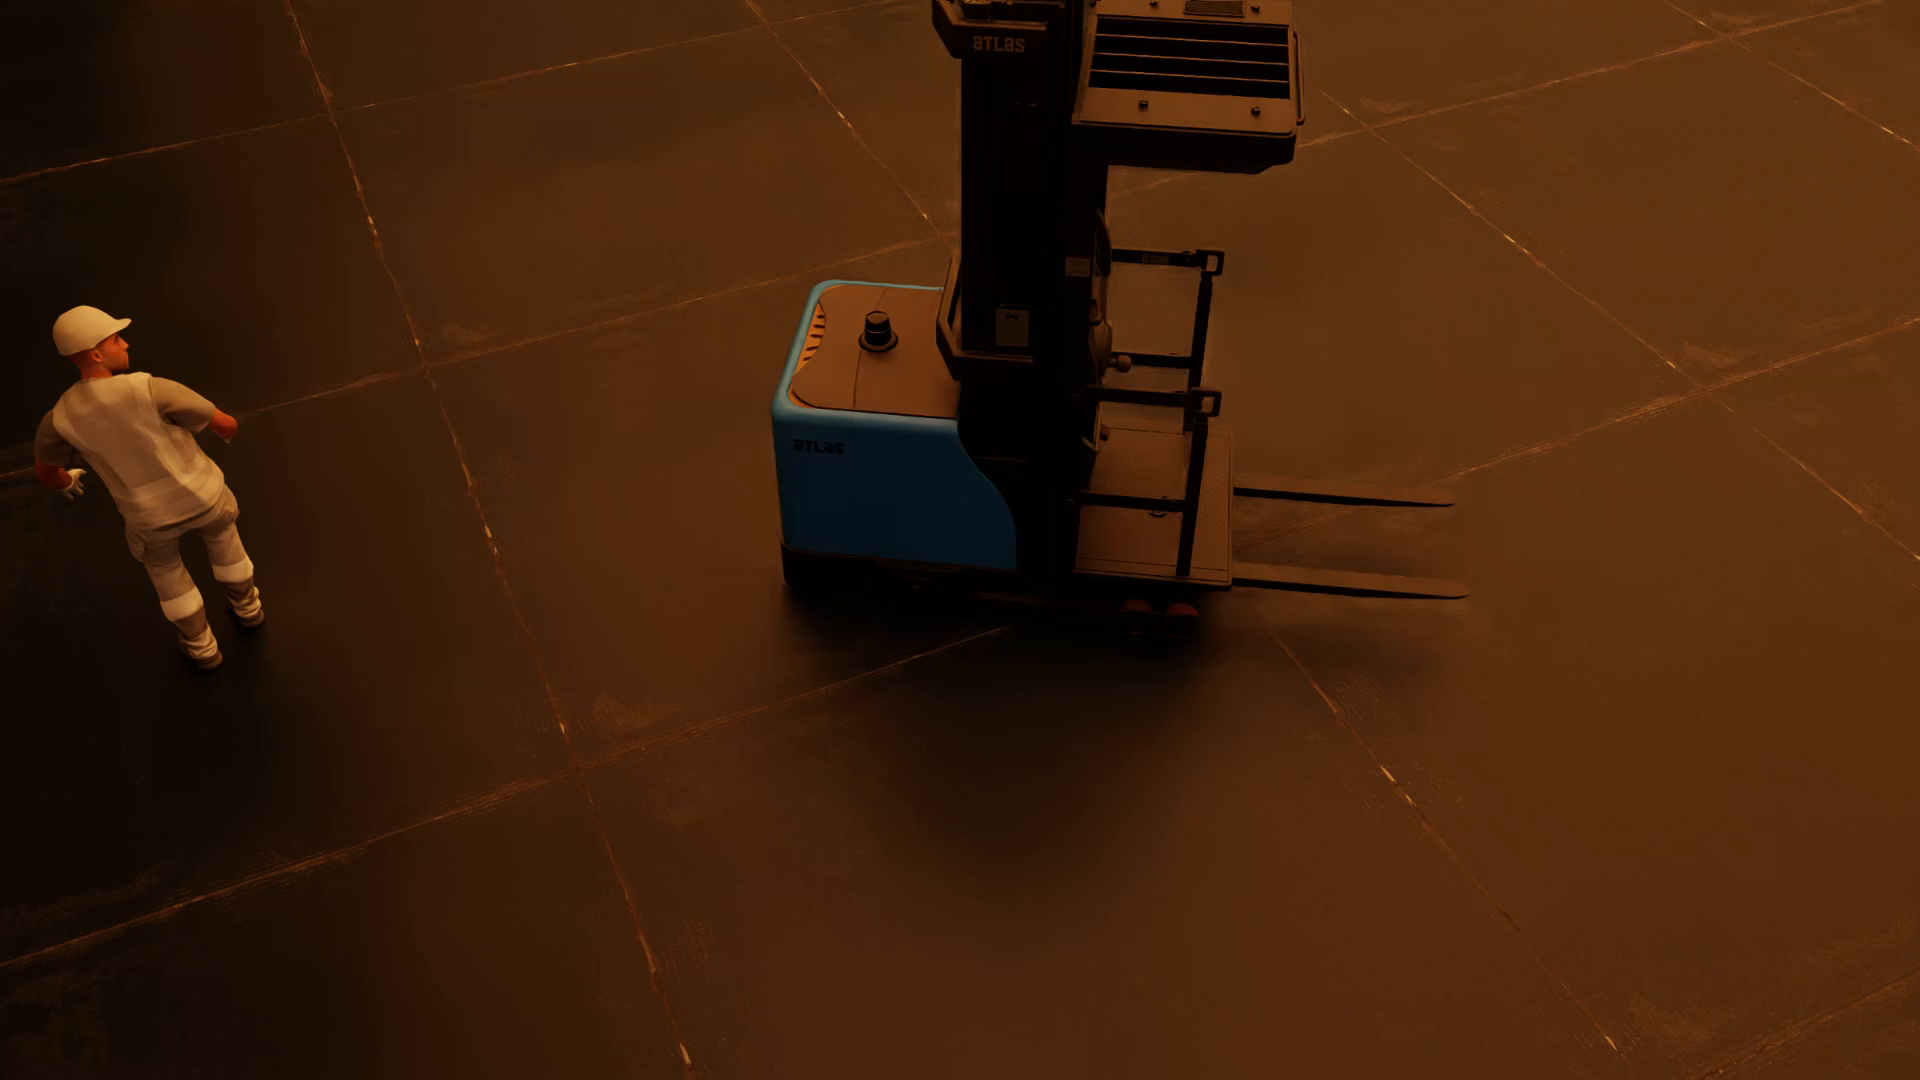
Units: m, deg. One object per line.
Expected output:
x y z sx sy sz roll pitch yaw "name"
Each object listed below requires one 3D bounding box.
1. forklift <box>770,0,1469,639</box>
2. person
0.755 -1.021 6.774 3.031 2.935 1.130 5 43 5 "forklift"
-3.283 -0.207 6.801 0.763 1.728 0.520 -17 46 -18 "person"
